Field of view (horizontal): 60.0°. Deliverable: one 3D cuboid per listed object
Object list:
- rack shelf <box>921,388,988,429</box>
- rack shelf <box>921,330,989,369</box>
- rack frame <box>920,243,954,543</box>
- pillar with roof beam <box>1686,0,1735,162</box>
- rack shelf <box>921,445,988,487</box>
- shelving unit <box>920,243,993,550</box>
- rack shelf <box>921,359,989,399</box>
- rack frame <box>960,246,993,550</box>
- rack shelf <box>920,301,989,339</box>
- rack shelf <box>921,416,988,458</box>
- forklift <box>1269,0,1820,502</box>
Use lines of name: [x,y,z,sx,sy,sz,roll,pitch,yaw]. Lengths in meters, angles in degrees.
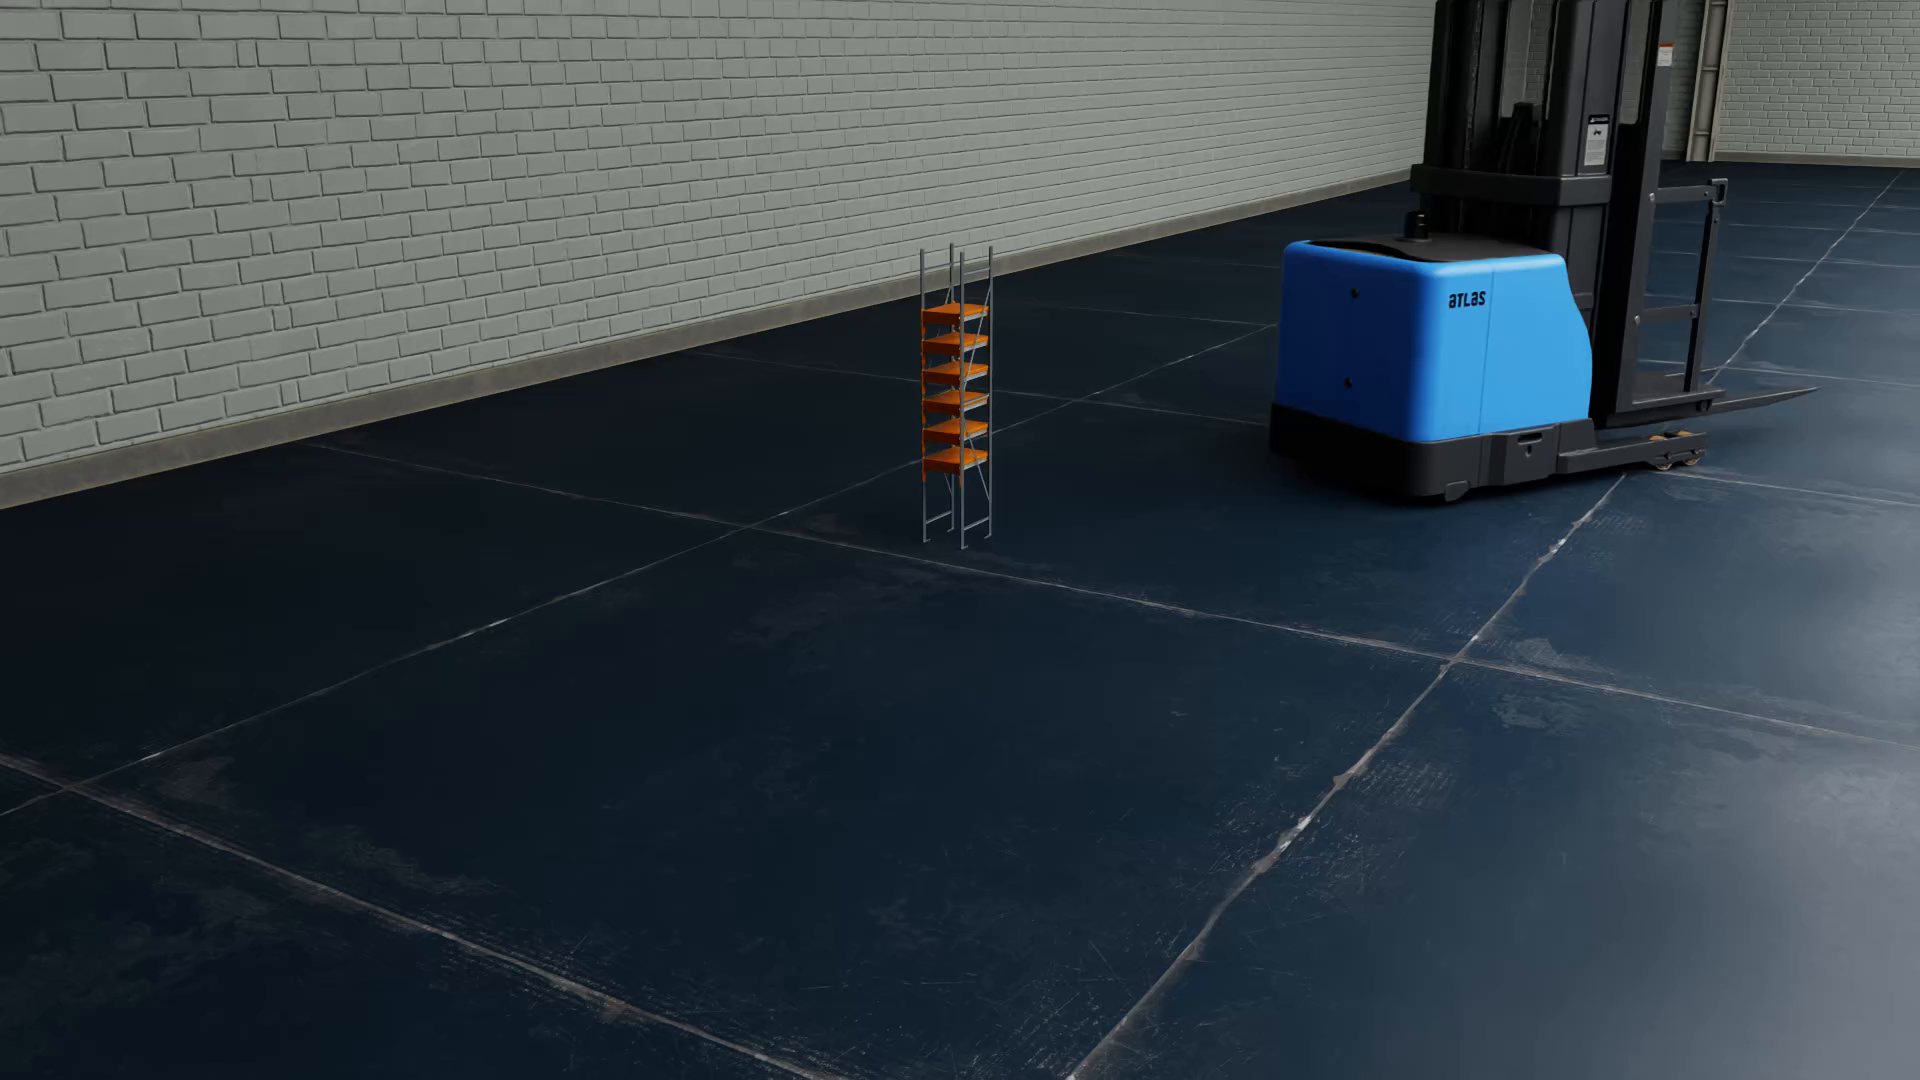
rack shelf: [-0.012,-0.534,6.727,0.180,0.103,0.258,10,20,30]
rack shelf: [-0.012,-0.763,6.657,0.180,0.103,0.258,10,20,30]
rack frame: [-0.090,-0.590,6.760,0.006,1.200,0.240,10,20,30]
pillar with roof beam: [10.025,-9.531,22.777,0.400,9.000,9.100,10,20,30]
rack shelf: [-0.012,-0.304,6.797,0.180,0.103,0.258,10,20,30]
shelving unit: [-0.012,-0.576,6.714,0.189,1.200,0.258,10,20,30]
rack shelf: [-0.012,-0.649,6.692,0.180,0.103,0.258,10,20,30]
rack frame: [0.066,-0.562,6.668,0.006,1.200,0.240,10,20,30]
rack shelf: [-0.012,-0.878,6.622,0.180,0.103,0.258,10,20,30]
rack shelf: [-0.012,-0.419,6.762,0.180,0.103,0.258,10,20,30]
forklift: [3.039,-1.860,7.961,3.031,2.935,1.130,-9,19,-28]
